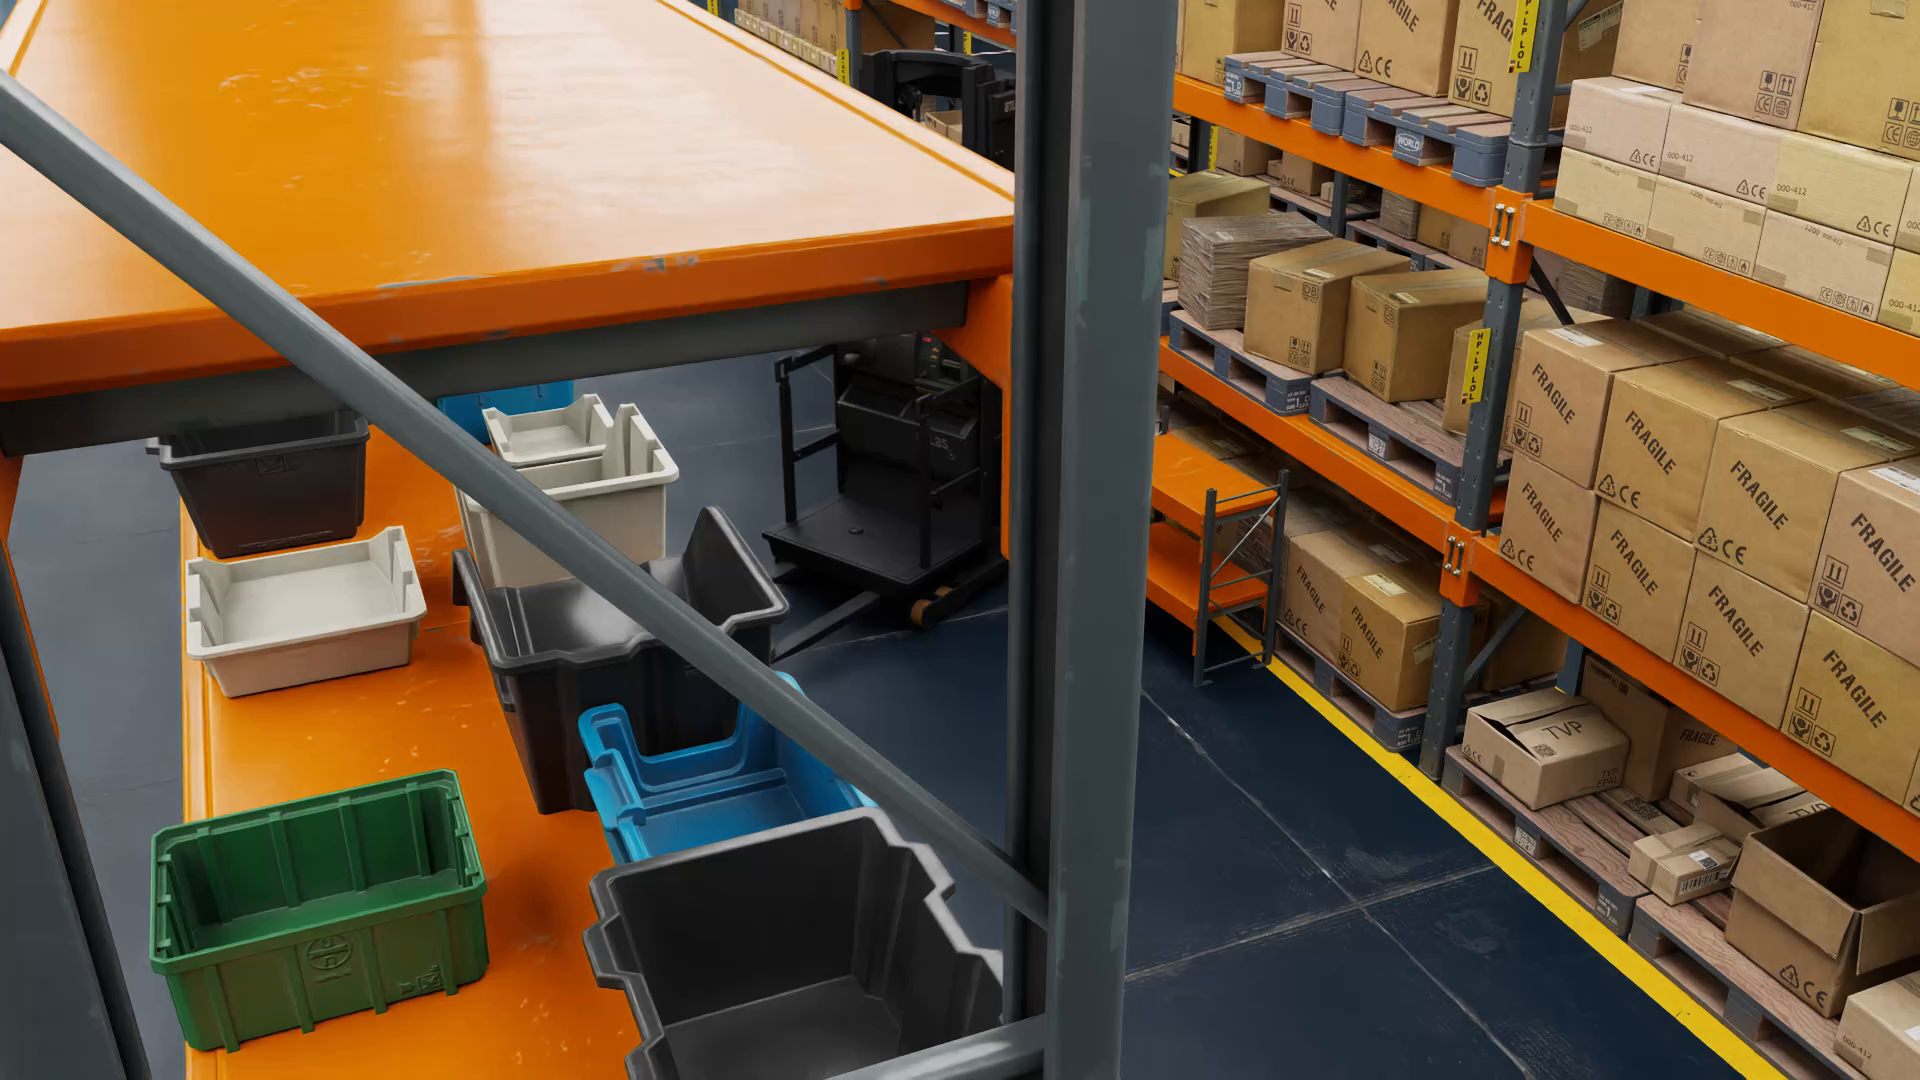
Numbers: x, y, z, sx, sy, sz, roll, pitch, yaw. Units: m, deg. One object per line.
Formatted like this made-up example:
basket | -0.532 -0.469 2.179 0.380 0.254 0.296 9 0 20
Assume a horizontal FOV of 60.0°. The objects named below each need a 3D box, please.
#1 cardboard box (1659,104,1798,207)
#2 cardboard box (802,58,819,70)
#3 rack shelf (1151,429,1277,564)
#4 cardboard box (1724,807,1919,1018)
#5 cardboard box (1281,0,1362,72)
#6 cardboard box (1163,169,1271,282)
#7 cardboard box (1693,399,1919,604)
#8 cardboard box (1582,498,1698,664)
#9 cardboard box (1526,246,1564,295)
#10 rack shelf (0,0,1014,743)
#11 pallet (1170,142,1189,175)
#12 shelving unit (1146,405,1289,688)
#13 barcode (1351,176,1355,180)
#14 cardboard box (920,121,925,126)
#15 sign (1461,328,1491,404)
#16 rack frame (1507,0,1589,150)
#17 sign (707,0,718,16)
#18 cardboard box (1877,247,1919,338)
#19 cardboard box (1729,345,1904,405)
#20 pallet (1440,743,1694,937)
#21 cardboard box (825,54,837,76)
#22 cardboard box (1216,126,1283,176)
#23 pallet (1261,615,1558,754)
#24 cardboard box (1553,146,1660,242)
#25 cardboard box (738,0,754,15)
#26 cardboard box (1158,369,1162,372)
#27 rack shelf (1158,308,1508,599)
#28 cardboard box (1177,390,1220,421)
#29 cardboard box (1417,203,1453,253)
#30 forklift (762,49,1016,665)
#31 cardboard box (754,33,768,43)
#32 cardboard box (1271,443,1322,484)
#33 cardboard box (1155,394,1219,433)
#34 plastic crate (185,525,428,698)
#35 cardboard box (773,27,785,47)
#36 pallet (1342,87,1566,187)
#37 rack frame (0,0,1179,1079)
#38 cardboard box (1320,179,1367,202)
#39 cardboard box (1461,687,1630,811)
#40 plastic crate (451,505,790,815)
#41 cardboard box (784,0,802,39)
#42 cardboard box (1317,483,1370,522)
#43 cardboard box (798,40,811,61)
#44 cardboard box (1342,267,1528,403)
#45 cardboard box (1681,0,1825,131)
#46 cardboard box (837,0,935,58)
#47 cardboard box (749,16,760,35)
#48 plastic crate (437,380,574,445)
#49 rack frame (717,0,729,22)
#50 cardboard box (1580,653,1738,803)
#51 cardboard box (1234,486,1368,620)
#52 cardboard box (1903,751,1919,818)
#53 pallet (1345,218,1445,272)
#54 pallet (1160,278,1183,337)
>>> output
cardboard box | 2.842 -1.371 5.822 0.500 0.250 0.500 -11 28 -21
cardboard box | -1.035 -4.174 15.267 0.700 0.500 0.500 -10 28 -20
rack shelf | 1.187 -0.250 8.812 0.538 0.278 1.000 -14 29 -26
cardboard box | 3.423 1.375 6.359 0.797 0.503 0.637 -11 28 -21
cardboard box | 2.029 -2.687 8.210 0.600 0.600 0.600 -12 28 -23
cardboard box | 1.467 -1.920 10.172 0.700 0.500 0.500 -22 34 -37
cardboard box | 3.012 -0.147 5.878 0.500 0.500 0.500 -11 28 -22
cardboard box | 2.835 0.107 6.498 0.500 0.500 0.500 -10 28 -20
cardboard box | 5.248 -2.358 14.009 0.700 0.500 0.500 -11 28 -21
rack shelf | -1.093 -0.843 2.995 1.077 0.370 4.000 -11 28 -21
pallet | 2.855 -4.386 18.993 1.003 0.211 1.213 -11 28 -21
shelving unit | 1.187 0.013 8.941 0.538 1.125 1.048 -14 29 -26
barcode | 4.050 -3.732 17.142 0.001 0.075 0.075 -11 28 -21
cardboard box | -0.217 -3.278 13.715 0.500 0.250 0.500 -9 27 -17
sign | 2.174 -0.730 7.007 0.100 0.325 0.005 -11 28 -21
rack frame | 2.683 -3.003 6.143 1.000 3.000 0.127 -11 28 -21
sign | -2.530 -5.483 16.984 0.100 0.325 0.005 -11 28 -21
cardboard box | 3.231 -0.742 5.104 0.500 0.250 0.500 -11 28 -21
cardboard box | 3.322 -0.435 6.468 0.500 0.500 0.500 -11 28 -22
pallet | 2.951 1.224 7.503 1.003 0.211 1.213 -11 28 -21
cardboard box | -0.954 -4.151 14.480 0.380 0.149 0.250 -11 28 -22
cardboard box | 3.193 -4.249 17.880 0.700 0.500 0.500 -12 29 -24
pallet | 2.330 0.625 8.730 1.003 0.211 1.213 -11 28 -21
cardboard box | 2.646 -1.348 6.345 0.500 0.250 0.500 -11 28 -21
cardboard box | -1.825 -5.567 16.641 0.700 0.500 0.500 -10 28 -20
cardboard box | 1.182 -1.389 11.691 0.500 0.311 0.500 -10 28 -19
rack shelf | 1.900 -0.791 9.271 1.077 0.370 4.000 -11 28 -21
cardboard box | 1.699 -0.659 10.528 0.500 0.500 0.500 -9 28 -19
cardboard box | 4.659 -2.969 15.260 0.700 0.500 0.500 -11 28 -22
forklift | -0.426 -1.066 9.093 1.130 2.935 3.031 18 31 33
cardboard box | -1.635 -4.794 16.536 0.700 0.500 0.500 -10 28 -19
cardboard box | 2.129 -0.561 9.474 0.500 0.250 0.500 -11 28 -22
cardboard box | 1.242 -0.553 10.311 0.500 0.500 0.500 -12 28 -22
plastic crate | -1.347 0.137 3.433 0.437 0.136 0.530 -11 28 -21
cardboard box | -1.555 -4.773 15.753 0.380 0.149 0.250 -11 28 -21
pallet | 2.492 -1.845 7.406 1.213 0.211 1.003 -11 28 -21
rack frame | -0.313 -0.538 1.095 0.949 2.616 0.053 -11 28 -21
cardboard box | 3.869 -3.524 16.777 0.380 0.166 0.250 -15 30 -27
cardboard box | 2.648 0.910 7.530 0.500 0.311 0.500 -11 28 -21
plastic crate | -0.655 0.174 3.127 0.504 0.338 0.767 -11 28 -21
cardboard box | -1.219 -4.950 15.377 0.700 0.500 0.500 -11 28 -21
cardboard box | 2.310 -0.035 9.250 0.500 0.500 0.500 -10 28 -20
cardboard box | -1.250 -4.459 15.110 0.380 0.149 0.250 -10 28 -19
cardboard box | 2.376 -1.037 8.362 0.700 0.500 0.500 -6 27 -12
cardboard box | 2.974 -1.733 5.708 0.700 0.500 0.500 -11 28 -21
cardboard box | -0.630 -4.342 14.132 0.700 0.500 0.500 -10 28 -20
cardboard box | -1.859 -5.085 16.393 0.380 0.149 0.250 -10 28 -20
plastic crate | -1.226 -0.417 4.457 0.416 0.233 0.300 -11 28 -21
rack frame | -2.017 -5.151 17.381 1.000 3.000 0.127 -11 28 -21
cardboard box | 3.167 0.800 7.540 0.500 0.500 0.500 -11 28 -21
cardboard box | 1.844 0.065 9.045 0.500 0.500 0.500 -10 28 -20
cardboard box | 3.427 0.718 5.247 0.500 0.500 0.500 -10 28 -20
pallet | 4.413 -2.822 15.789 1.003 0.211 1.213 -11 28 -21
pallet | 1.446 -1.574 10.273 1.213 0.211 1.003 -11 28 -21
